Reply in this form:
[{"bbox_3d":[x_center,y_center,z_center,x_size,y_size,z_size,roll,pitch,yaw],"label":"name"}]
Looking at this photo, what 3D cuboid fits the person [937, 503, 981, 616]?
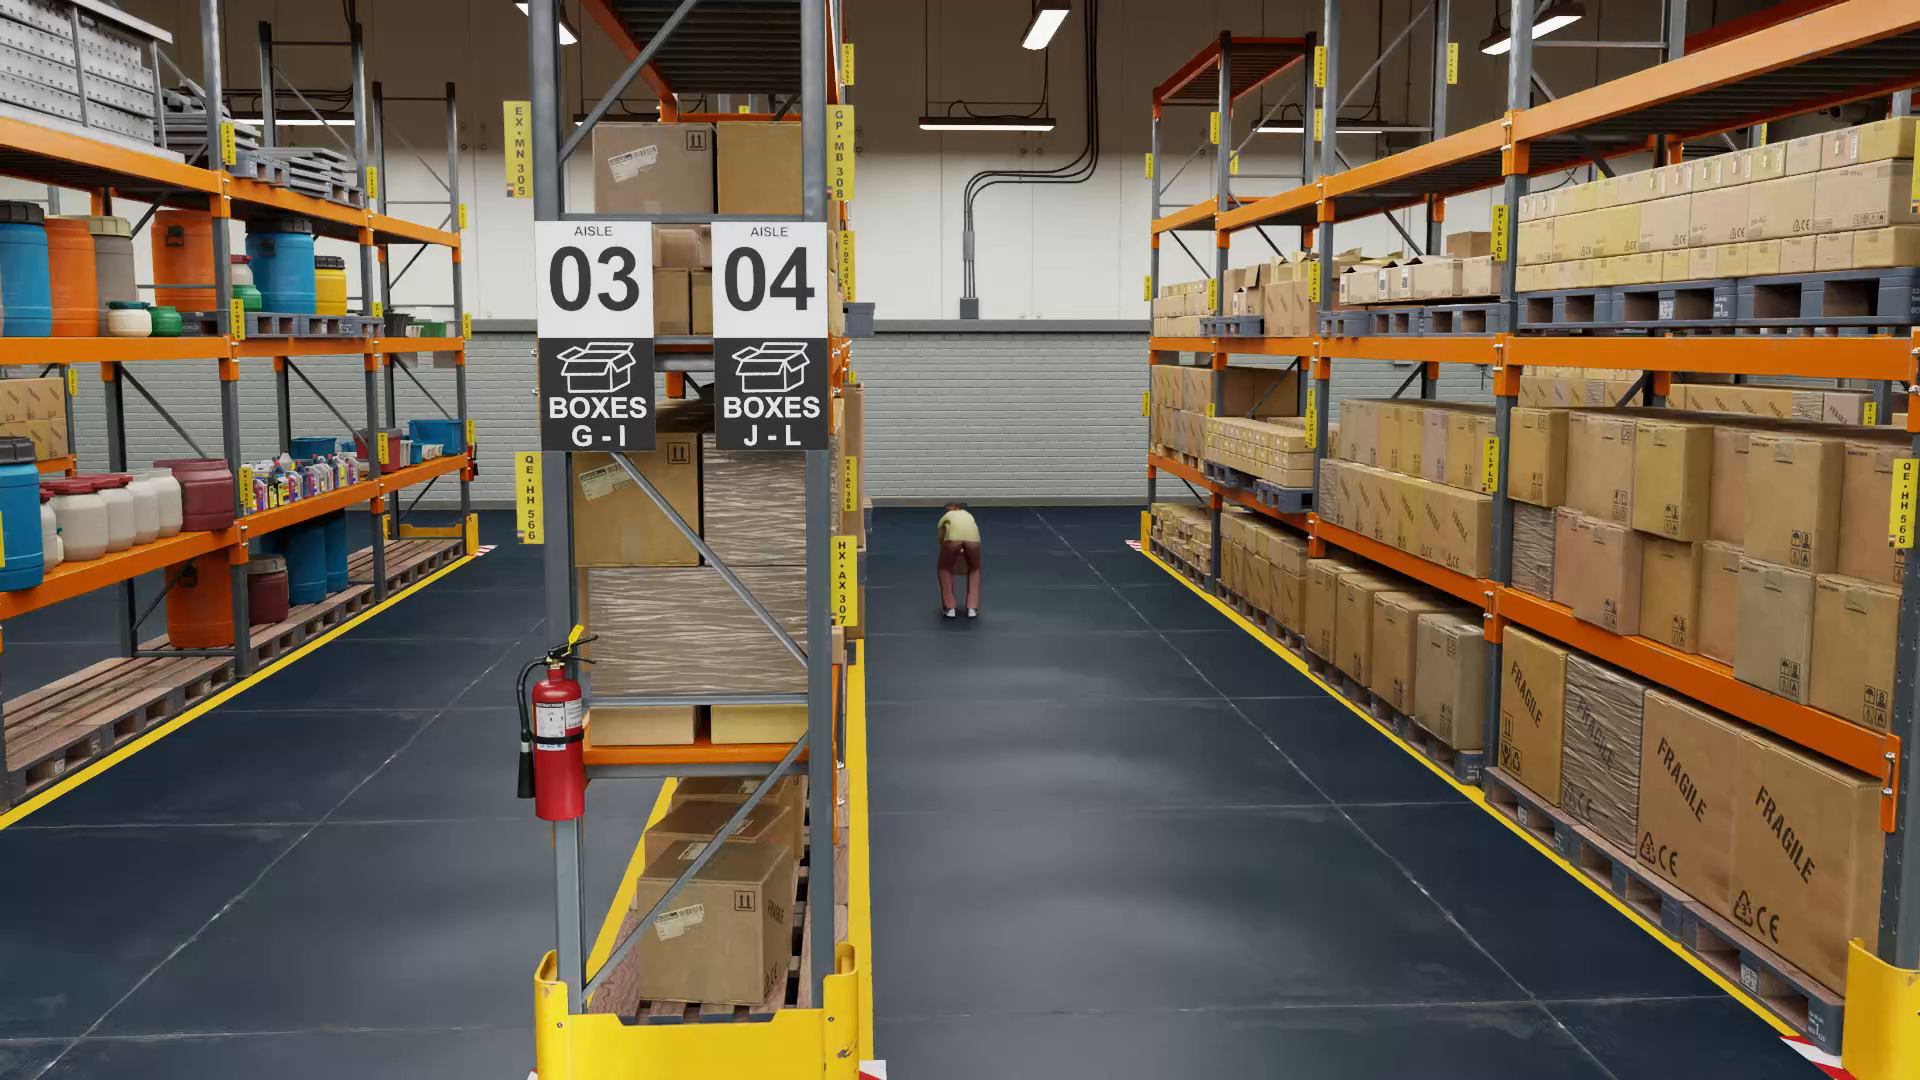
[{"bbox_3d":[-0.014,0.191,17.012,0.451,1.114,0.860,-1,7,-6],"label":"person"}]
